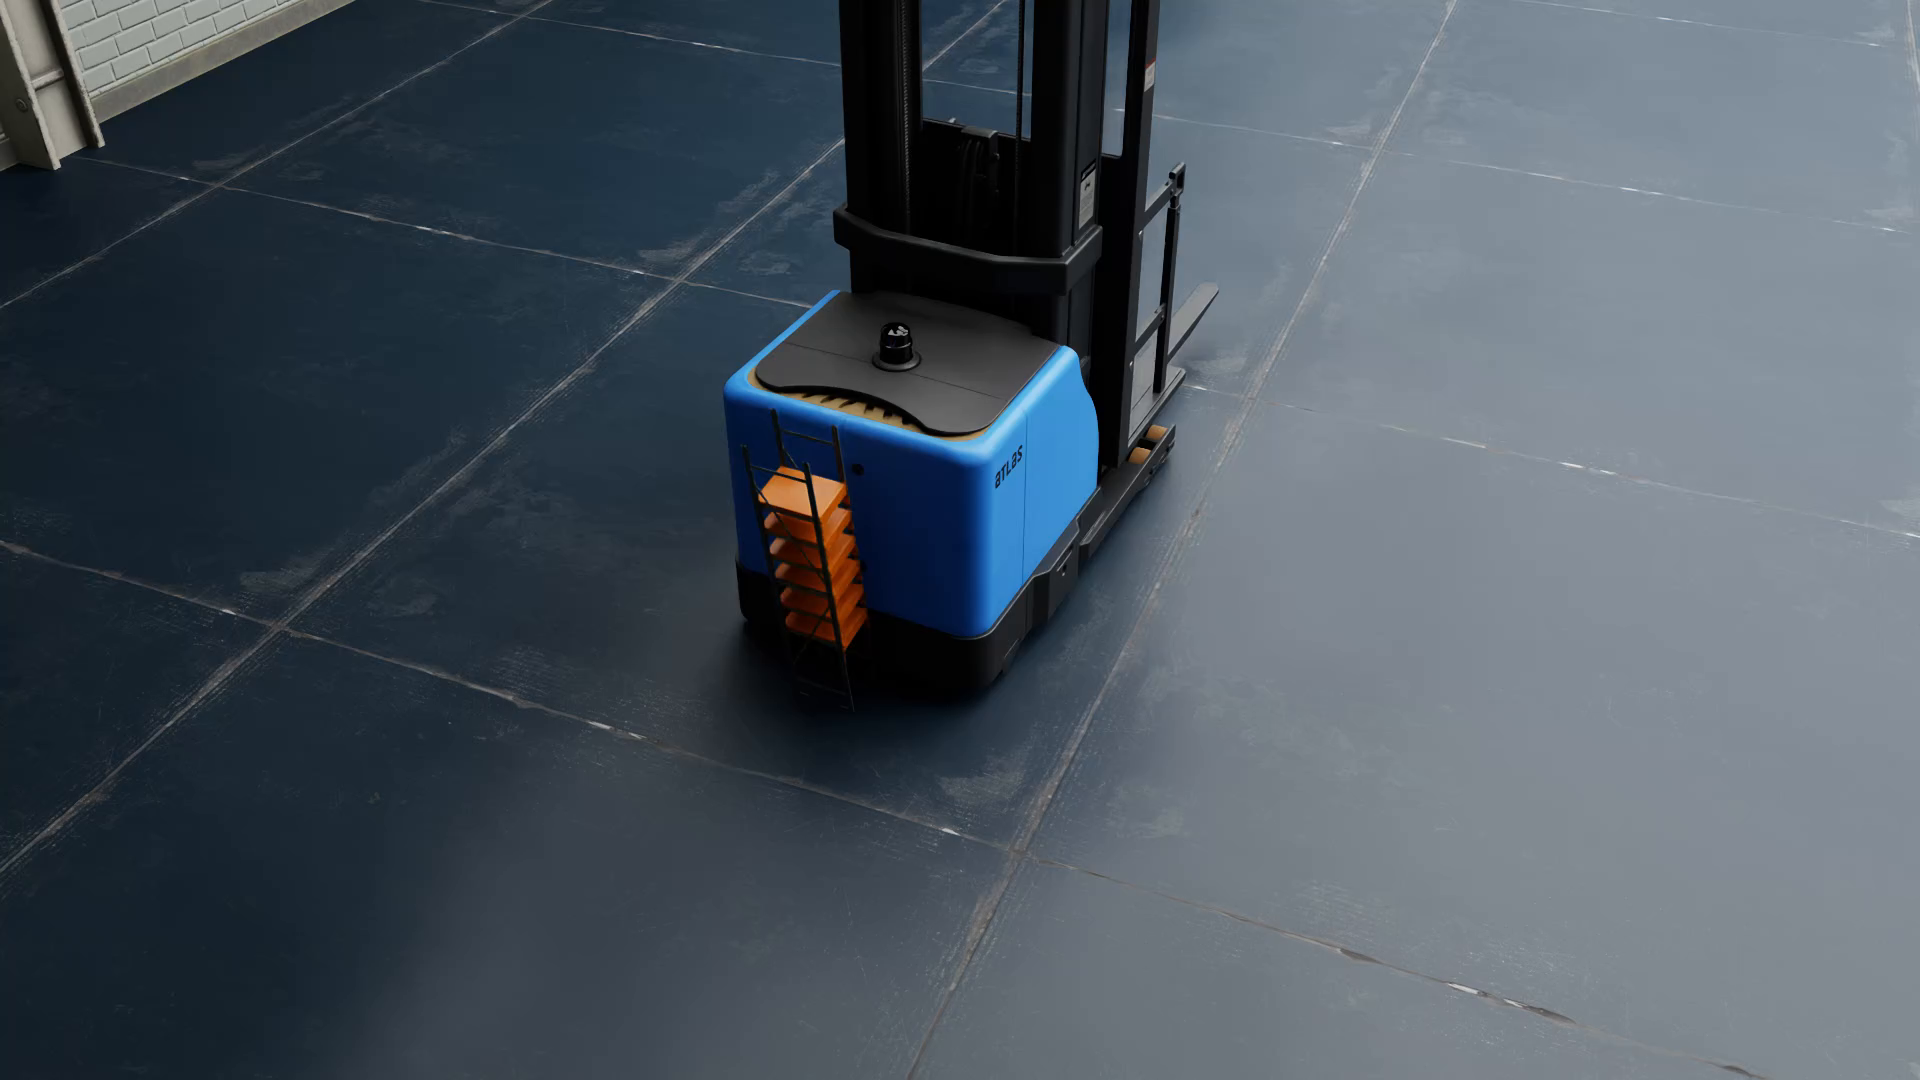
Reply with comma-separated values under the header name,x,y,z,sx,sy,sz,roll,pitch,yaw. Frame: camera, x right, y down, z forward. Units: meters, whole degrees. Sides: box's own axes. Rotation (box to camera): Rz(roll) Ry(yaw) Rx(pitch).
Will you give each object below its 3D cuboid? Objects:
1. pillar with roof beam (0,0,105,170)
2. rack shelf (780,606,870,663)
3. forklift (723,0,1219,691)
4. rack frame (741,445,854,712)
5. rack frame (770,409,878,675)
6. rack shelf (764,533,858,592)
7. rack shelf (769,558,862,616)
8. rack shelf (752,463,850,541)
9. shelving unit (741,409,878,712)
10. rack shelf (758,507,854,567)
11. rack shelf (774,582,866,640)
name,x,y,z,sx,sy,sz,roll,pitch,yaw
pillar with roof beam,-1.322,-4.906,5.798,9.100,9.000,0.400,14,39,18
rack shelf,-0.470,0.297,5.806,0.258,0.103,0.180,16,49,20
forklift,0.277,-1.508,6.319,1.130,2.935,3.031,17,40,21
rack frame,-0.529,0.158,5.548,0.240,1.200,0.006,16,49,20
rack frame,-0.451,0.037,5.661,0.240,1.200,0.006,16,49,20
rack shelf,-0.495,0.044,5.551,0.258,0.103,0.180,16,49,20
rack shelf,-0.487,0.128,5.636,0.258,0.103,0.180,16,49,20
rack shelf,-0.512,-0.125,5.381,0.258,0.103,0.180,16,49,20
shelving unit,-0.490,0.097,5.605,0.258,1.200,0.189,16,49,20
rack shelf,-0.504,-0.040,5.466,0.258,0.103,0.180,16,49,20
rack shelf,-0.478,0.213,5.721,0.258,0.103,0.180,16,49,20
